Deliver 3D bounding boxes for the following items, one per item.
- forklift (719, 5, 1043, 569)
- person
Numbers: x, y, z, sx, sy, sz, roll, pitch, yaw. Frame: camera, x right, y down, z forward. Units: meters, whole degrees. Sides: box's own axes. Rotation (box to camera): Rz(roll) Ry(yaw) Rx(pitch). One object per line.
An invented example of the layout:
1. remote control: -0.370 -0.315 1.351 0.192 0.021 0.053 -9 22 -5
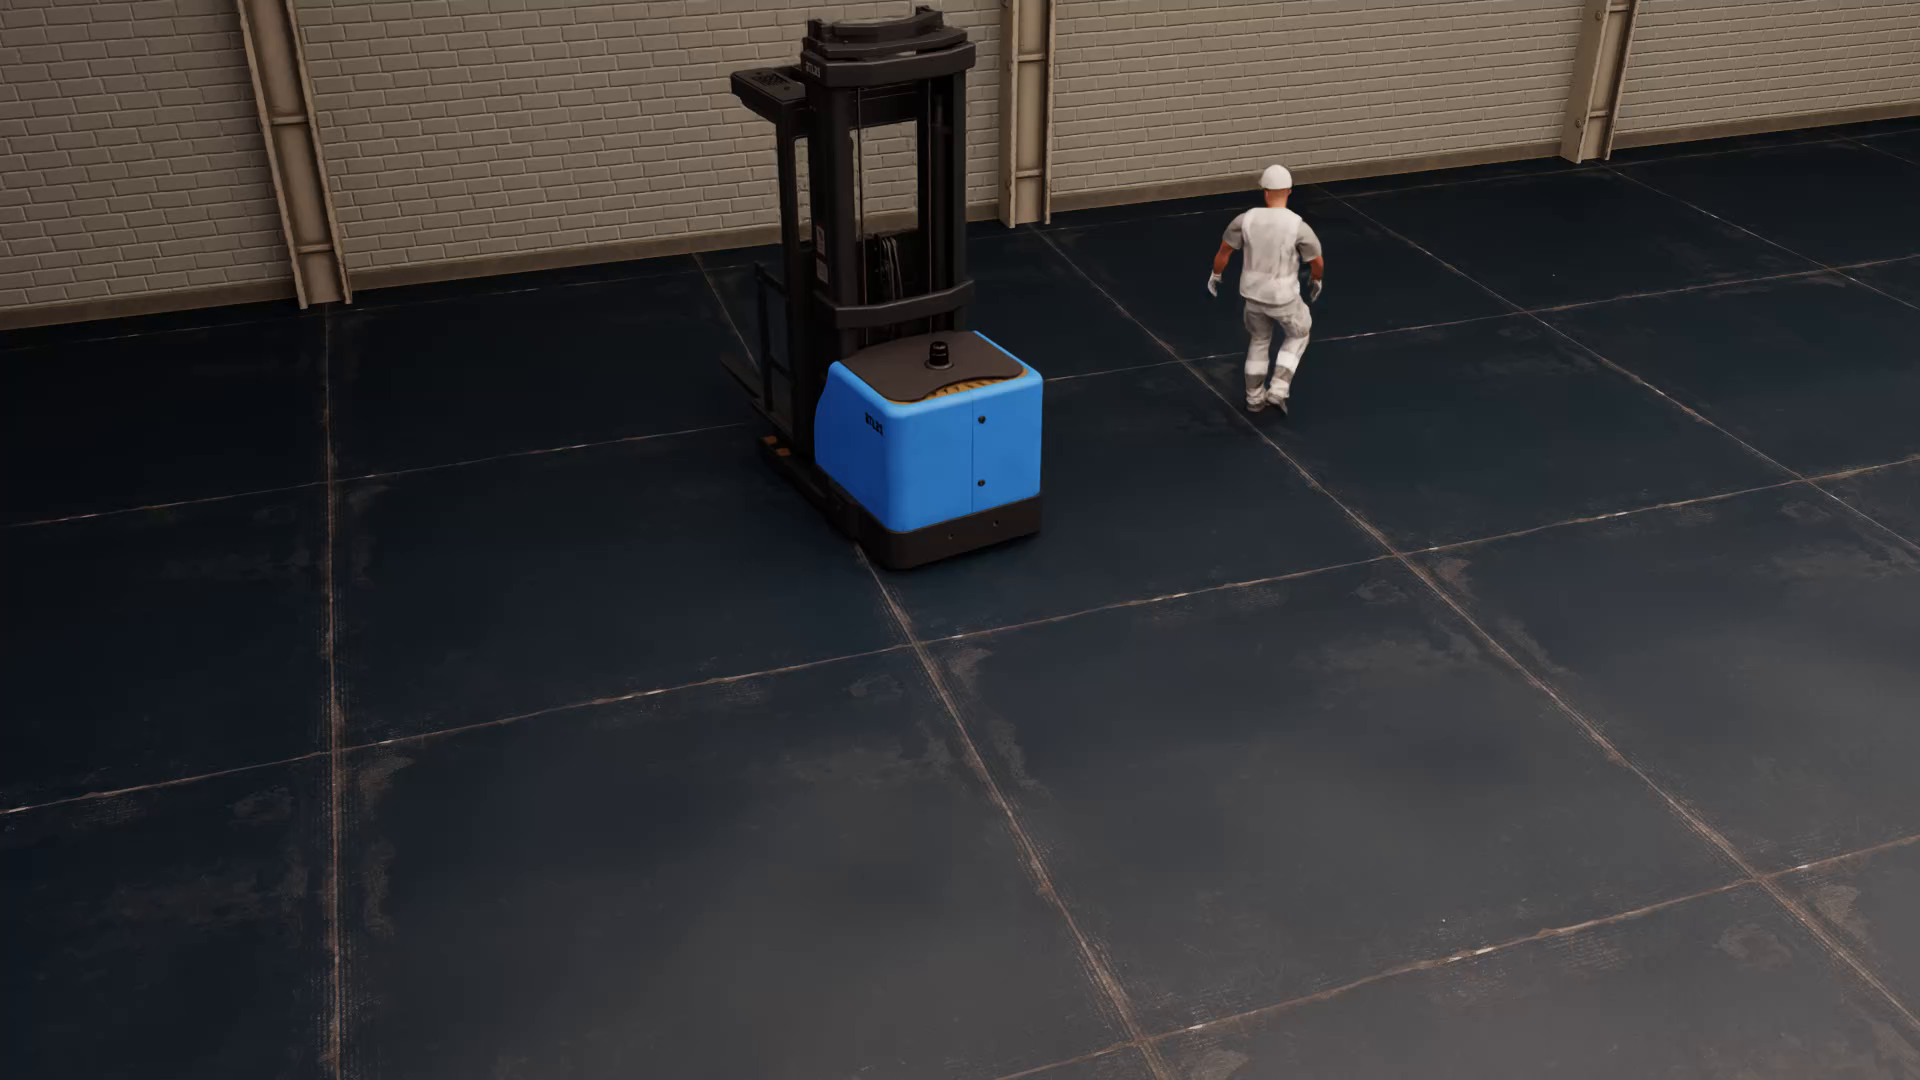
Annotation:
1. forklift: -0.674 -1.806 10.226 1.130 2.935 3.031 -16 34 -25
2. person: 2.060 -1.680 11.194 0.784 1.748 0.485 19 35 29
